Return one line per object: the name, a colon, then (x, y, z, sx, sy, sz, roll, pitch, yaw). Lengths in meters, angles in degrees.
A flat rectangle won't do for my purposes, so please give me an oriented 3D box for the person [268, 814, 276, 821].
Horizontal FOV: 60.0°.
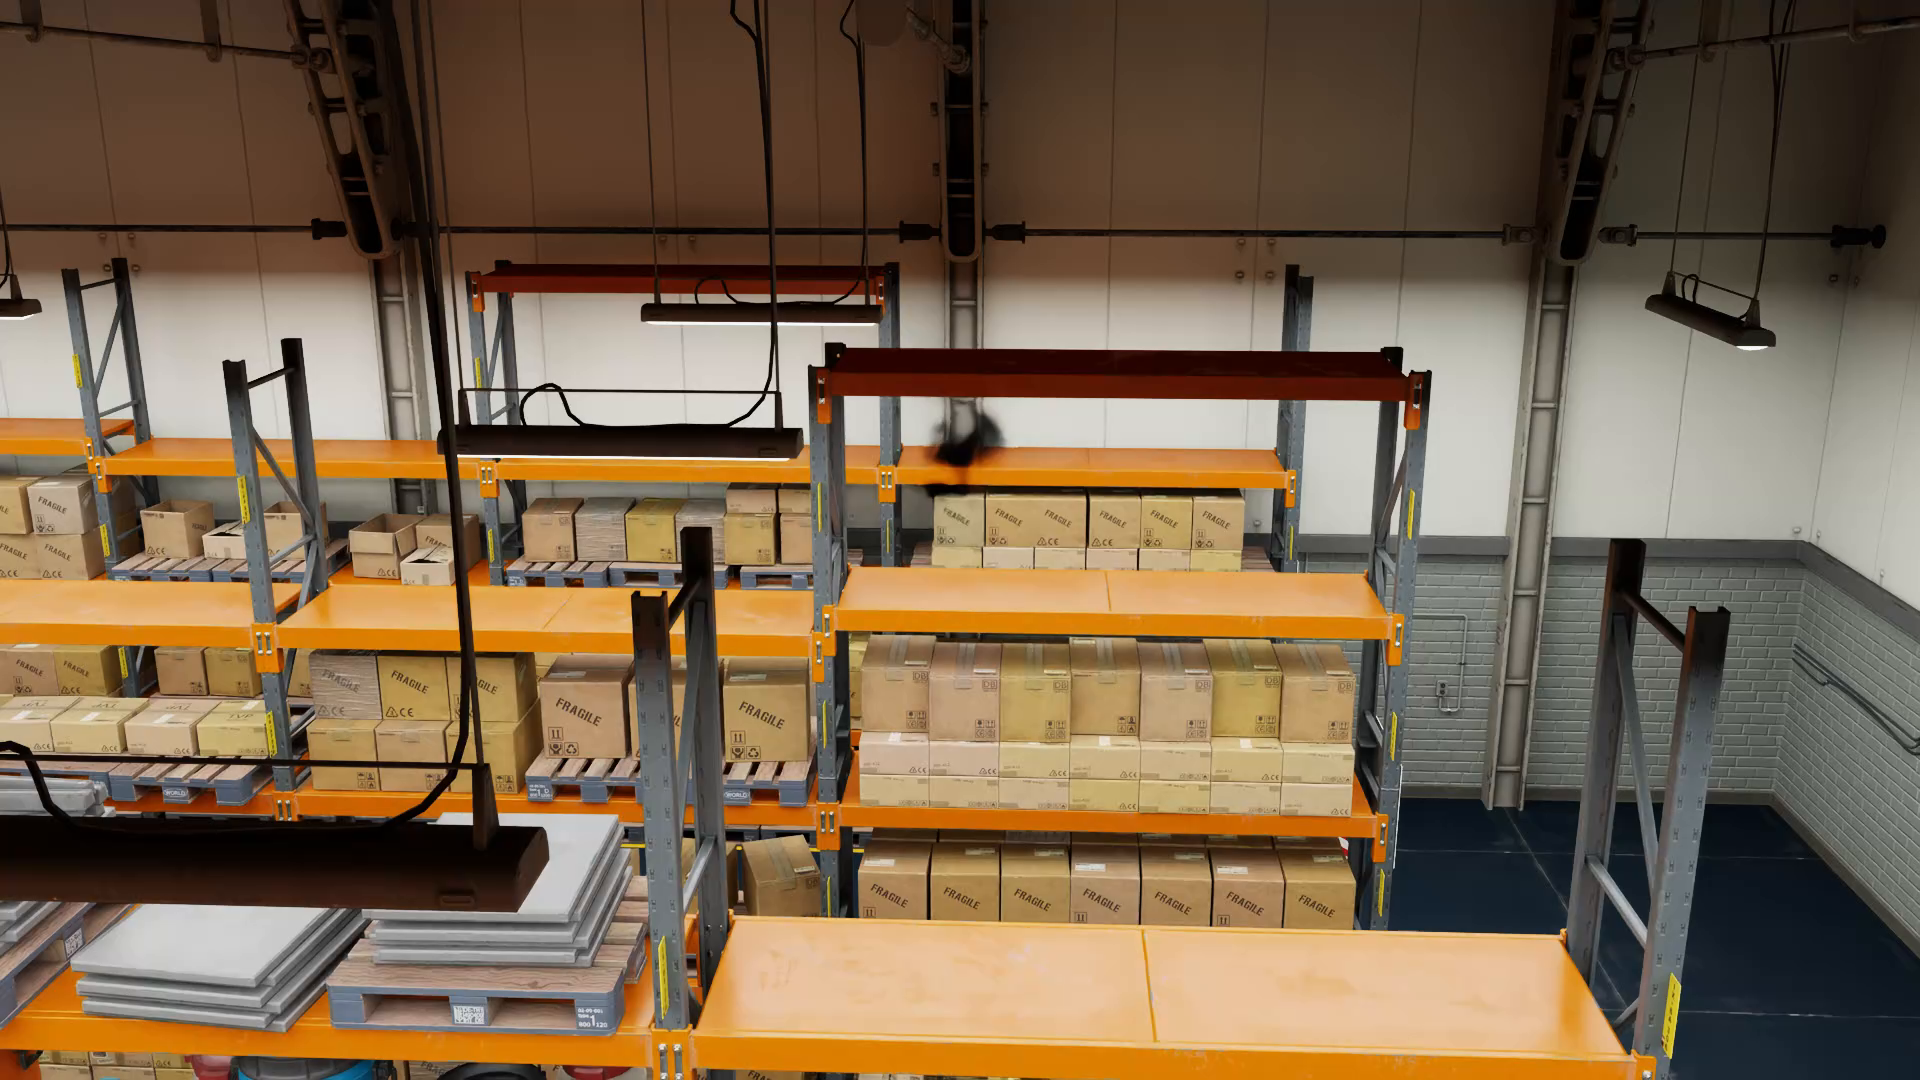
person: (-5.992, 3.136, 14.875, 0.893, 1.585, 0.537, 0, 16, 1)
